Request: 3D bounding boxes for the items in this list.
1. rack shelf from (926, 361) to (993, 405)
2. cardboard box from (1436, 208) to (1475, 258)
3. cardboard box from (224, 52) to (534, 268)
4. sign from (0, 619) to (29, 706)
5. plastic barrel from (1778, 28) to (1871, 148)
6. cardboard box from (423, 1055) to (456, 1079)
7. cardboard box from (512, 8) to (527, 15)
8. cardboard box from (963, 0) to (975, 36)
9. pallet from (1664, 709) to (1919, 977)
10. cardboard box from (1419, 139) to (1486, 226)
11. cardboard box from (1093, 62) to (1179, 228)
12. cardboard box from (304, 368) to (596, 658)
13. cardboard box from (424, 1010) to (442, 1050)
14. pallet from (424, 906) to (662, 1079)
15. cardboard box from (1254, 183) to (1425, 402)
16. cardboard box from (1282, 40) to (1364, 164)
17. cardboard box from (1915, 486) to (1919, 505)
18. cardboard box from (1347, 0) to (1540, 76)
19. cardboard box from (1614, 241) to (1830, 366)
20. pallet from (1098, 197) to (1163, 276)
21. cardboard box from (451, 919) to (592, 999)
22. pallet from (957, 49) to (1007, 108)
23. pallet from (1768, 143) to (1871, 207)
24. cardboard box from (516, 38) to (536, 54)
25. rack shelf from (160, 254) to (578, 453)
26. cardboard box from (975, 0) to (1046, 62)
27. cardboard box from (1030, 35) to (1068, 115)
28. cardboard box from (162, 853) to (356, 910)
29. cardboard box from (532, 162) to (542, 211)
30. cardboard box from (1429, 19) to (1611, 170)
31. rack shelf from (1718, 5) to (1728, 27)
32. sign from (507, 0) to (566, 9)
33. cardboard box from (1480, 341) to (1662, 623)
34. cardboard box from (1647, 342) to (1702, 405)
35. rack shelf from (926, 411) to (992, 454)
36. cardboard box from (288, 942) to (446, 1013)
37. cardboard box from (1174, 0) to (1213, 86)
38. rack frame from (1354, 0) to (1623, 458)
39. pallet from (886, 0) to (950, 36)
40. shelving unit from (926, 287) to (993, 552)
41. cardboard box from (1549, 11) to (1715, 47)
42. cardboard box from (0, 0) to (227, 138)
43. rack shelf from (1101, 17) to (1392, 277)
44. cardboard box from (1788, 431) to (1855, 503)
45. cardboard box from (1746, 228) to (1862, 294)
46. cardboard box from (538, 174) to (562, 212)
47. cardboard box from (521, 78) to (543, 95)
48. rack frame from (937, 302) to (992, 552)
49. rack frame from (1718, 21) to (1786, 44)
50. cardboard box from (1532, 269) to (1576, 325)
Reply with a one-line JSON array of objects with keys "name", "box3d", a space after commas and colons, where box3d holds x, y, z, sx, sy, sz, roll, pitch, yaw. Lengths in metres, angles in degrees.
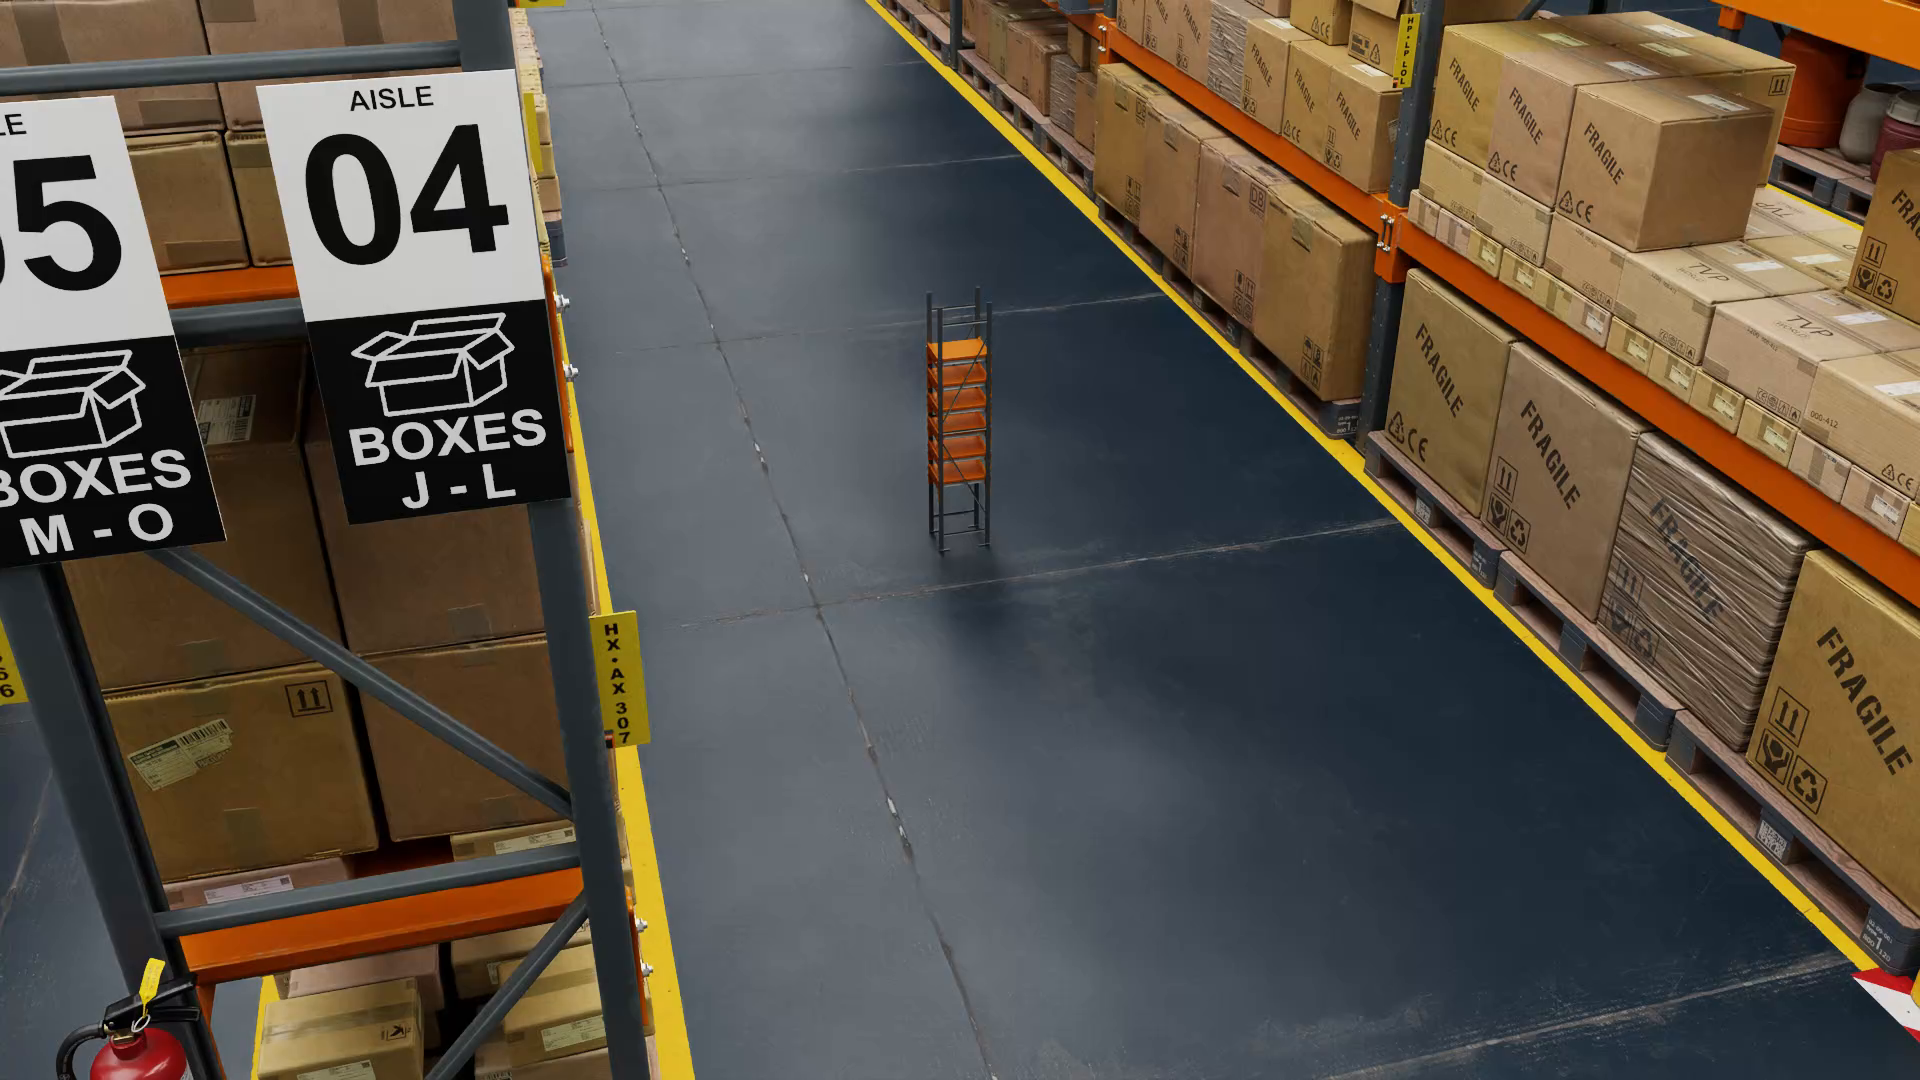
[{"name": "rack shelf", "box3d": [-0.004, -0.696, 7.364, 0.258, 0.103, 0.180, -8, 31, -13]}, {"name": "cardboard box", "box3d": [2.356, -1.384, 7.397, 0.380, 0.149, 0.250, -9, 31, -15]}, {"name": "cardboard box", "box3d": [-1.092, -0.748, 3.204, 0.500, 0.250, 0.500, -7, 31, -12]}, {"name": "sign", "box3d": [-1.759, 0.162, 3.004, 0.100, 0.325, 0.005, -8, 31, -13]}, {"name": "plastic barrel", "box3d": [6.388, -3.406, 12.387, 0.600, 0.830, 0.708, -8, 31, -13]}, {"name": "cardboard box", "box3d": [-1.560, 1.562, 4.484, 0.380, 0.149, 0.250, -7, 31, -12]}, {"name": "cardboard box", "box3d": [-2.429, -2.658, 8.585, 0.380, 0.149, 0.250, -6, 31, -11]}, {"name": "cardboard box", "box3d": [0.337, -4.969, 15.416, 0.500, 0.500, 0.500, -9, 31, -15]}, {"name": "pallet", "box3d": [3.302, 0.956, 5.887, 1.003, 0.211, 1.213, -8, 31, -13]}, {"name": "cardboard box", "box3d": [2.400, -1.609, 7.388, 0.500, 0.250, 0.500, -8, 31, -14]}, {"name": "cardboard box", "box3d": [1.630, -2.665, 11.061, 1.225, 0.875, 0.875, -9, 31, -16]}, {"name": "cardboard box", "box3d": [-1.082, -0.121, 3.570, 0.500, 0.500, 0.500, -8, 31, -14]}, {"name": "cardboard box", "box3d": [-1.652, 1.309, 4.624, 0.380, 0.149, 0.250, -9, 31, -14]}, {"name": "pallet", "box3d": [-1.421, 1.509, 4.932, 1.003, 0.211, 1.213, -8, 31, -13]}, {"name": "cardboard box", "box3d": [2.339, -1.375, 8.833, 1.225, 0.875, 0.875, -8, 31, -13]}, {"name": "cardboard box", "box3d": [2.016, -2.279, 8.594, 0.500, 0.500, 0.500, -7, 31, -12]}, {"name": "cardboard box", "box3d": [3.205, -0.137, 4.846, 0.500, 0.250, 0.500, -8, 31, -14]}, {"name": "cardboard box", "box3d": [2.351, -2.591, 8.132, 0.797, 0.503, 0.637, -9, 31, -15]}, {"name": "cardboard box", "box3d": [2.794, -0.879, 6.127, 0.500, 0.250, 0.500, -8, 31, -13]}, {"name": "pallet", "box3d": [1.603, -2.141, 11.238, 1.003, 0.211, 1.213, -8, 31, -13]}, {"name": "cardboard box", "box3d": [-1.220, 1.115, 4.662, 0.380, 0.149, 0.250, -7, 31, -12]}, {"name": "pallet", "box3d": [0.613, -4.088, 14.602, 1.003, 0.211, 1.213, -8, 31, -13]}, {"name": "pallet", "box3d": [6.491, -2.815, 12.403, 1.003, 0.211, 1.213, -8, 31, -13]}, {"name": "cardboard box", "box3d": [-2.220, -2.280, 7.933, 0.380, 0.149, 0.250, -8, 31, -14]}, {"name": "rack shelf", "box3d": [-1.750, -1.217, 4.582, 1.077, 0.370, 4.000, -8, 31, -13]}, {"name": "cardboard box", "box3d": [0.547, -4.480, 14.551, 0.700, 0.500, 0.500, -10, 32, -17]}, {"name": "cardboard box", "box3d": [0.953, -3.707, 13.217, 0.700, 0.500, 0.500, -5, 30, -9]}, {"name": "cardboard box", "box3d": [-1.578, 0.725, 3.754, 0.380, 0.149, 0.250, -8, 31, -13]}, {"name": "cardboard box", "box3d": [-1.477, -0.864, 4.853, 0.500, 0.500, 0.500, -9, 31, -15]}, {"name": "cardboard box", "box3d": [2.409, -1.930, 7.194, 0.500, 0.500, 0.500, -8, 31, -13]}, {"name": "rack shelf", "box3d": [5.711, -5.052, 14.202, 1.077, 0.370, 4.000, -8, 31, -13]}, {"name": "sign", "box3d": [-0.696, -1.013, 2.639, 0.100, 0.325, 0.005, -8, 31, -13]}, {"name": "cardboard box", "box3d": [2.865, -0.305, 6.984, 0.875, 0.875, 0.875, -8, 31, -13]}, {"name": "cardboard box", "box3d": [2.773, -0.633, 6.099, 0.380, 0.149, 0.250, -7, 31, -12]}, {"name": "rack shelf", "box3d": [-0.004, -0.488, 7.484, 0.258, 0.103, 0.180, -8, 31, -13]}, {"name": "cardboard box", "box3d": [-1.615, 1.180, 4.550, 0.380, 0.149, 0.250, -7, 31, -12]}, {"name": "cardboard box", "box3d": [1.612, -3.015, 9.865, 0.500, 0.500, 0.500, -8, 31, -14]}, {"name": "rack frame", "box3d": [2.528, -1.807, 7.877, 1.000, 3.000, 0.127, -8, 31, -13]}, {"name": "pallet", "box3d": [-0.135, -5.374, 16.823, 1.003, 0.211, 1.213, -8, 31, -13]}, {"name": "shelving unit", "box3d": [-0.004, -0.526, 7.462, 0.258, 1.200, 0.189, -8, 31, -13]}, {"name": "cardboard box", "box3d": [2.908, -2.009, 7.330, 0.500, 0.500, 0.500, -7, 31, -12]}, {"name": "cardboard box", "box3d": [-1.586, -0.902, 2.971, 0.500, 0.250, 0.500, -9, 31, -15]}, {"name": "rack shelf", "box3d": [1.997, -2.461, 9.726, 1.077, 0.370, 4.000, -8, 31, -13]}, {"name": "cardboard box", "box3d": [2.976, -0.262, 5.459, 0.380, 0.149, 0.250, -7, 31, -12]}, {"name": "cardboard box", "box3d": [3.305, -0.951, 6.251, 0.500, 0.250, 0.500, -8, 31, -14]}, {"name": "cardboard box", "box3d": [-1.942, -1.520, 7.214, 0.380, 0.149, 0.250, -9, 31, -16]}, {"name": "cardboard box", "box3d": [-2.022, -1.912, 7.296, 0.380, 0.149, 0.250, -7, 31, -12]}, {"name": "rack frame", "box3d": [0.020, -0.482, 7.385, 0.240, 1.200, 0.006, -8, 31, -13]}, {"name": "rack frame", "box3d": [6.242, -4.397, 12.352, 1.000, 3.000, 0.127, -8, 31, -13]}, {"name": "cardboard box", "box3d": [2.566, -1.006, 6.745, 0.380, 0.149, 0.250, -8, 31, -14]}]
